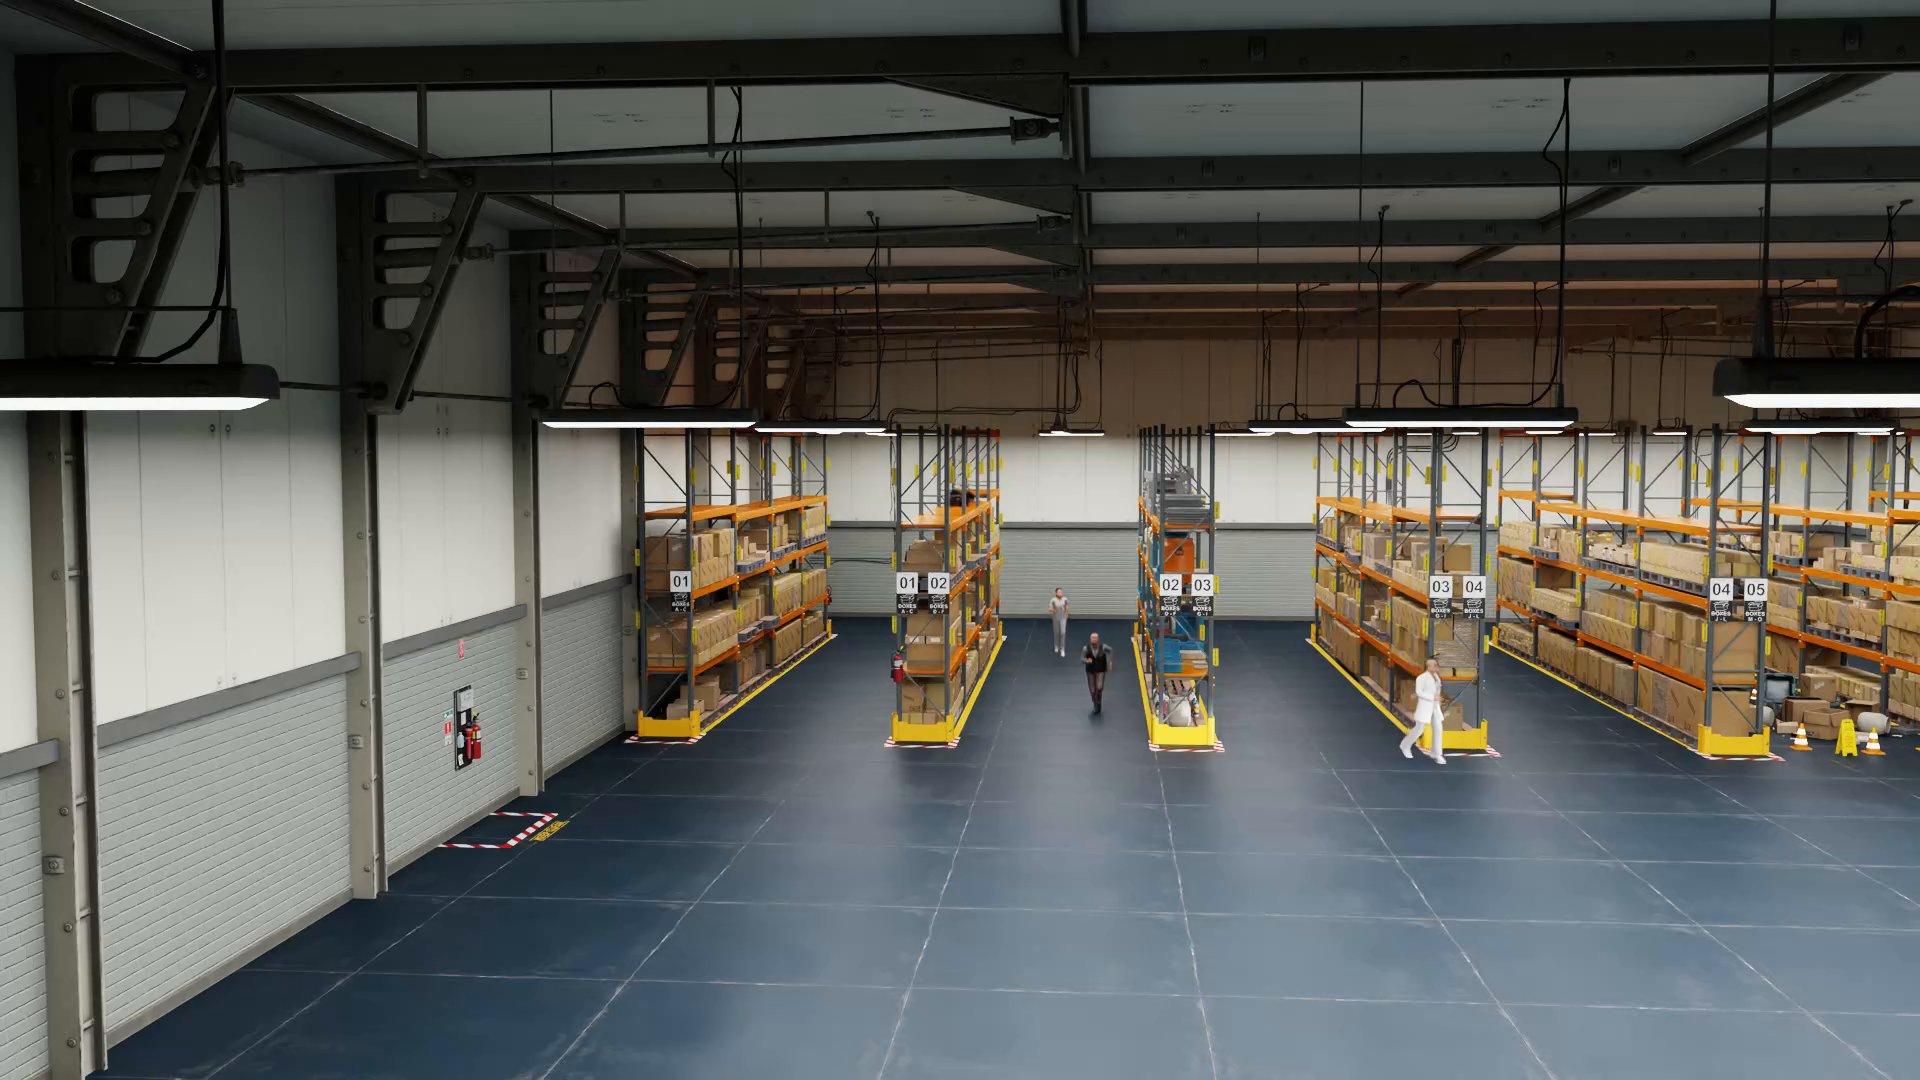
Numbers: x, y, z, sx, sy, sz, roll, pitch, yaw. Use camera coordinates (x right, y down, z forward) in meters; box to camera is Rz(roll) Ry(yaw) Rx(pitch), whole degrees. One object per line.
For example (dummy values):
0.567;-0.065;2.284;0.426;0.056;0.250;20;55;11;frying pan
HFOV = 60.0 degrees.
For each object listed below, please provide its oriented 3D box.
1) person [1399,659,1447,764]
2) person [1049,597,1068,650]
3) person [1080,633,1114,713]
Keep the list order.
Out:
8.341;3.035;29.633;0.741;1.828;0.926;-3;4;-36;person
2.507;2.102;42.233;0.499;1.336;0.730;0;3;2;person
2.836;2.758;34.493;0.687;1.670;0.776;1;4;9;person
